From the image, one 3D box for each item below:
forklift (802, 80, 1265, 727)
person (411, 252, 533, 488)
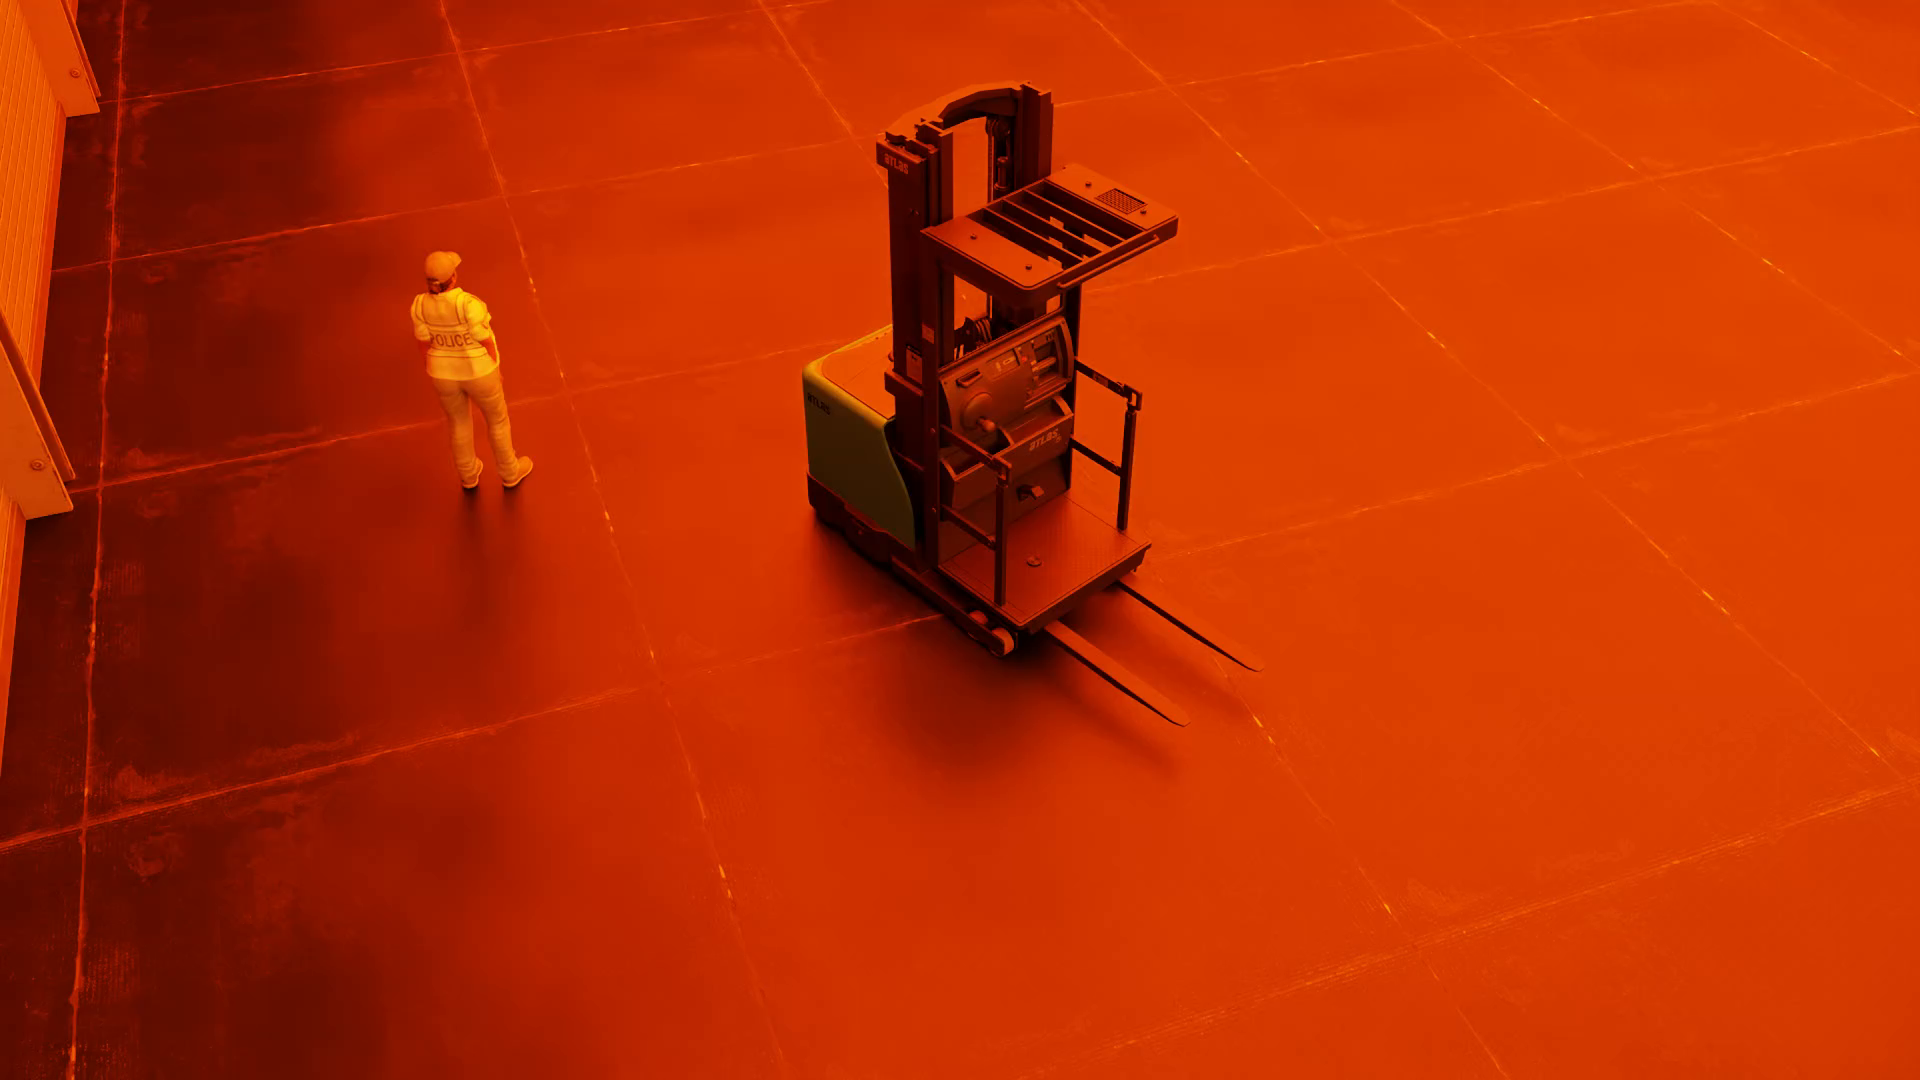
[{"bbox_3d":[0.409,-0.833,8.988,1.130,2.935,3.031,-30,49,-31],"label":"forklift"},{"bbox_3d":[-3.028,-1.035,10.220,0.482,1.667,0.392,1,40,2],"label":"person"}]
